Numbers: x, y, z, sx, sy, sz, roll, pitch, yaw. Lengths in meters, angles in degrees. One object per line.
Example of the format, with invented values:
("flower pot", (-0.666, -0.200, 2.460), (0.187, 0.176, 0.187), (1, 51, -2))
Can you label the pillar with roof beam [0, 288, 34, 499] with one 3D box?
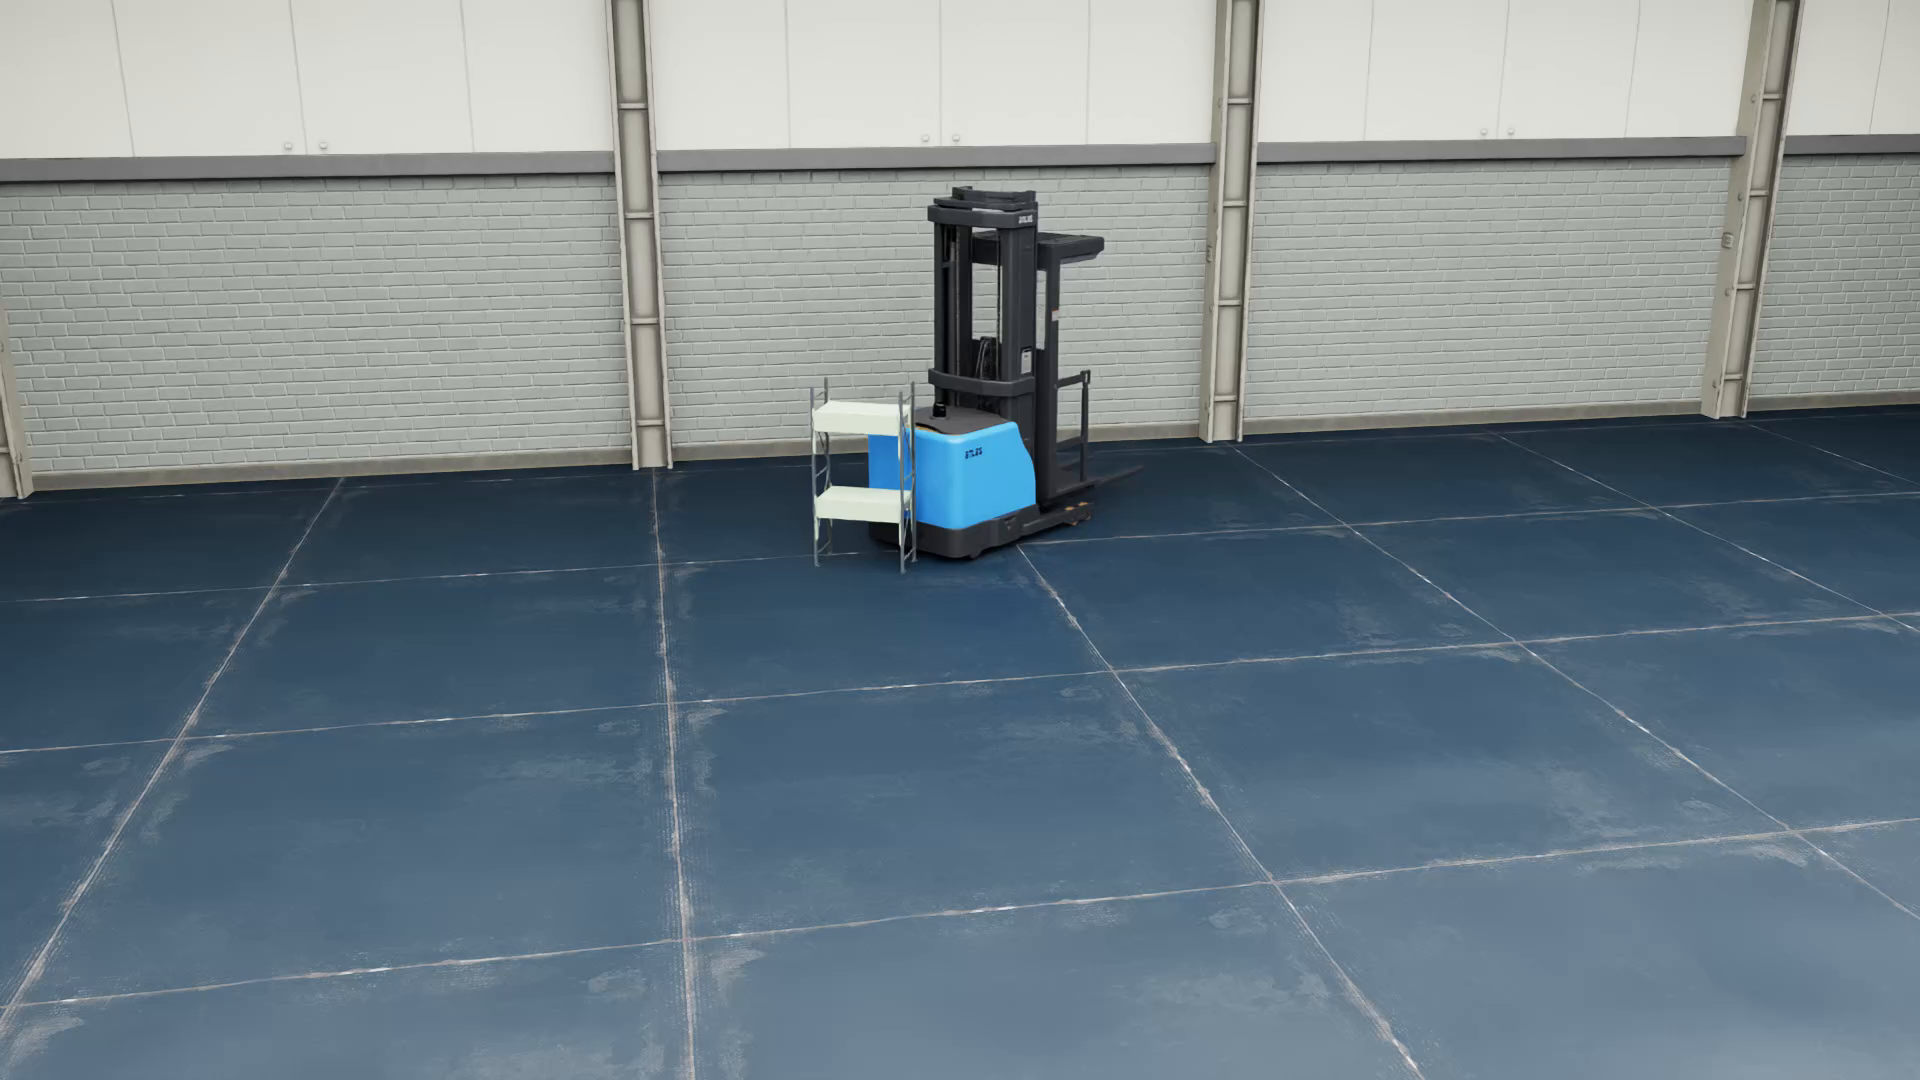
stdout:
("pillar with roof beam", (-8.172, -3.481, 10.318), (0.400, 9.000, 9.100), (-3, 17, -10))

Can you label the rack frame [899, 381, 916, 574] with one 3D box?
("rack frame", (-0.419, -0.501, 13.389), (0.023, 1.500, 0.400), (4, 18, 13))

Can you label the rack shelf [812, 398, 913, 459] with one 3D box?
("rack shelf", (-0.775, -0.899, 13.357), (0.720, 0.370, 0.431), (4, 18, 13))

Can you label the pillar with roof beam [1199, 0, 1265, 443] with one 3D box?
("pillar with roof beam", (3.610, -4.149, 12.495), (0.400, 9.000, 9.100), (-3, 17, -10))

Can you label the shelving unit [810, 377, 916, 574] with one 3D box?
("shelving unit", (-0.775, -0.526, 13.471), (0.755, 1.500, 0.431), (4, 18, 13))

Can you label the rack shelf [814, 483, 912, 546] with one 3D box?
("rack shelf", (-0.775, -0.215, 13.567), (0.720, 0.370, 0.431), (4, 18, 13))

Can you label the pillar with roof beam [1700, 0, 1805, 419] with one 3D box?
("pillar with roof beam", (9.501, -4.484, 13.583), (0.400, 9.000, 9.100), (-3, 17, -10))

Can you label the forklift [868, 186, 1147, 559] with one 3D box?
("forklift", (0.549, -1.613, 14.571), (1.130, 2.935, 3.031), (14, 22, 38))

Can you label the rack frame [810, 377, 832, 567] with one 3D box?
("rack frame", (-1.131, -0.552, 13.553), (0.023, 1.500, 0.400), (4, 18, 13))

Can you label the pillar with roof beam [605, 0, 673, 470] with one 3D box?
("pillar with roof beam", (-2.281, -3.815, 11.406), (0.400, 9.000, 9.100), (-3, 17, -10))
